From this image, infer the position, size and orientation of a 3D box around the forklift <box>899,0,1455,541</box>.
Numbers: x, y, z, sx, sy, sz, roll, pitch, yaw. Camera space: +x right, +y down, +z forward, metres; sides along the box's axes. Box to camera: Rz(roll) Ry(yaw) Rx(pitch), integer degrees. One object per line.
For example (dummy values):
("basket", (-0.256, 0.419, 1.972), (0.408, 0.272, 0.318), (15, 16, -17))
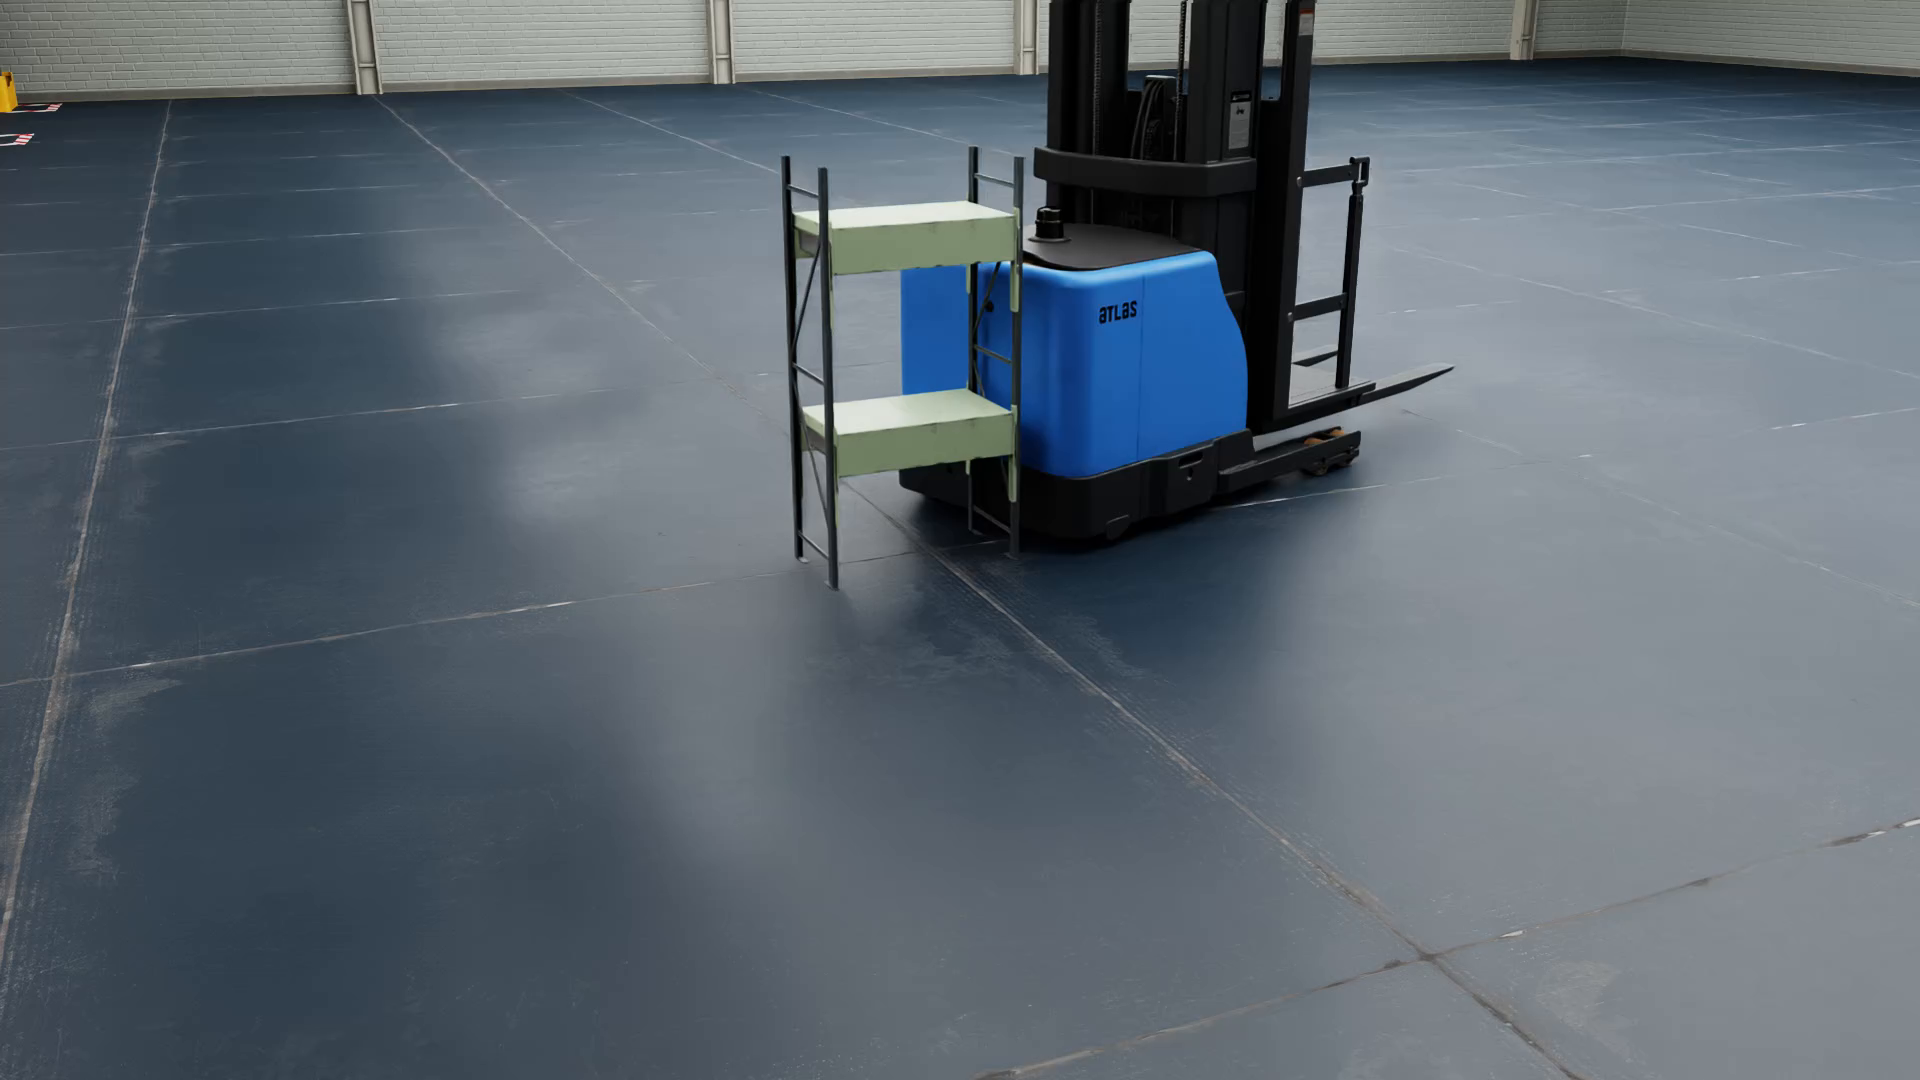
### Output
("forklift", (1.156, -1.776, 7.153), (3.031, 2.935, 1.130), (-18, 26, -41))

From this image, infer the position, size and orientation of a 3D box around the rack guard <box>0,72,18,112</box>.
("rack guard", (-14.242, -6.639, 24.626), (0.348, 0.500, 1.175), (-8, 21, -22))

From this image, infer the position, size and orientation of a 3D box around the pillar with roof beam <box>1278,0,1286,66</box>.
("pillar with roof beam", (8.481, -12.673, 28.964), (0.400, 9.000, 9.100), (-8, 21, -22))

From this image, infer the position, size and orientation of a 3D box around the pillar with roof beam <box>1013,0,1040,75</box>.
("pillar with roof beam", (2.972, -11.883, 26.723), (0.400, 9.000, 9.100), (-8, 21, -22))

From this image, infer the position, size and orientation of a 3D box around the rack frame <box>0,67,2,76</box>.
("rack frame", (-14.264, -7.815, 24.202), (0.127, 3.000, 1.000), (-8, 21, -22))

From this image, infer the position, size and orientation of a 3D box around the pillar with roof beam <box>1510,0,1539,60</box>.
("pillar with roof beam", (13.991, -13.462, 31.206), (0.400, 9.000, 9.100), (-8, 21, -22))

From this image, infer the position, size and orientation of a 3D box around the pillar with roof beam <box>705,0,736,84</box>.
("pillar with roof beam", (-2.537, -11.094, 24.481), (0.400, 9.000, 9.100), (-8, 21, -22))

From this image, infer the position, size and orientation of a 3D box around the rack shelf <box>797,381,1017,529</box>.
("rack shelf", (-0.203, -0.328, 6.176), (0.720, 0.370, 0.431), (-9, 21, -24))

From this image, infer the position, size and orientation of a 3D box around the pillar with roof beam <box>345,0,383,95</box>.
("pillar with roof beam", (-8.046, -10.305, 22.239), (0.400, 9.000, 9.100), (-8, 21, -22))

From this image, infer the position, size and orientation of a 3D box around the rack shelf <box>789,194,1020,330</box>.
("rack shelf", (-0.203, -1.003, 5.938), (0.720, 0.370, 0.431), (-9, 21, -24))

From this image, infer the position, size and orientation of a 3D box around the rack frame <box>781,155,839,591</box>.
("rack frame", (-0.534, -0.583, 5.920), (0.023, 1.500, 0.400), (-9, 21, -24))

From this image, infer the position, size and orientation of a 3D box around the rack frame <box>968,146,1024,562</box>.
("rack frame", (0.128, -0.687, 6.215), (0.023, 1.500, 0.400), (-9, 21, -24))

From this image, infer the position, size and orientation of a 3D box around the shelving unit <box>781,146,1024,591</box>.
("shelving unit", (-0.203, -0.635, 6.068), (0.755, 1.500, 0.431), (-9, 21, -24))
